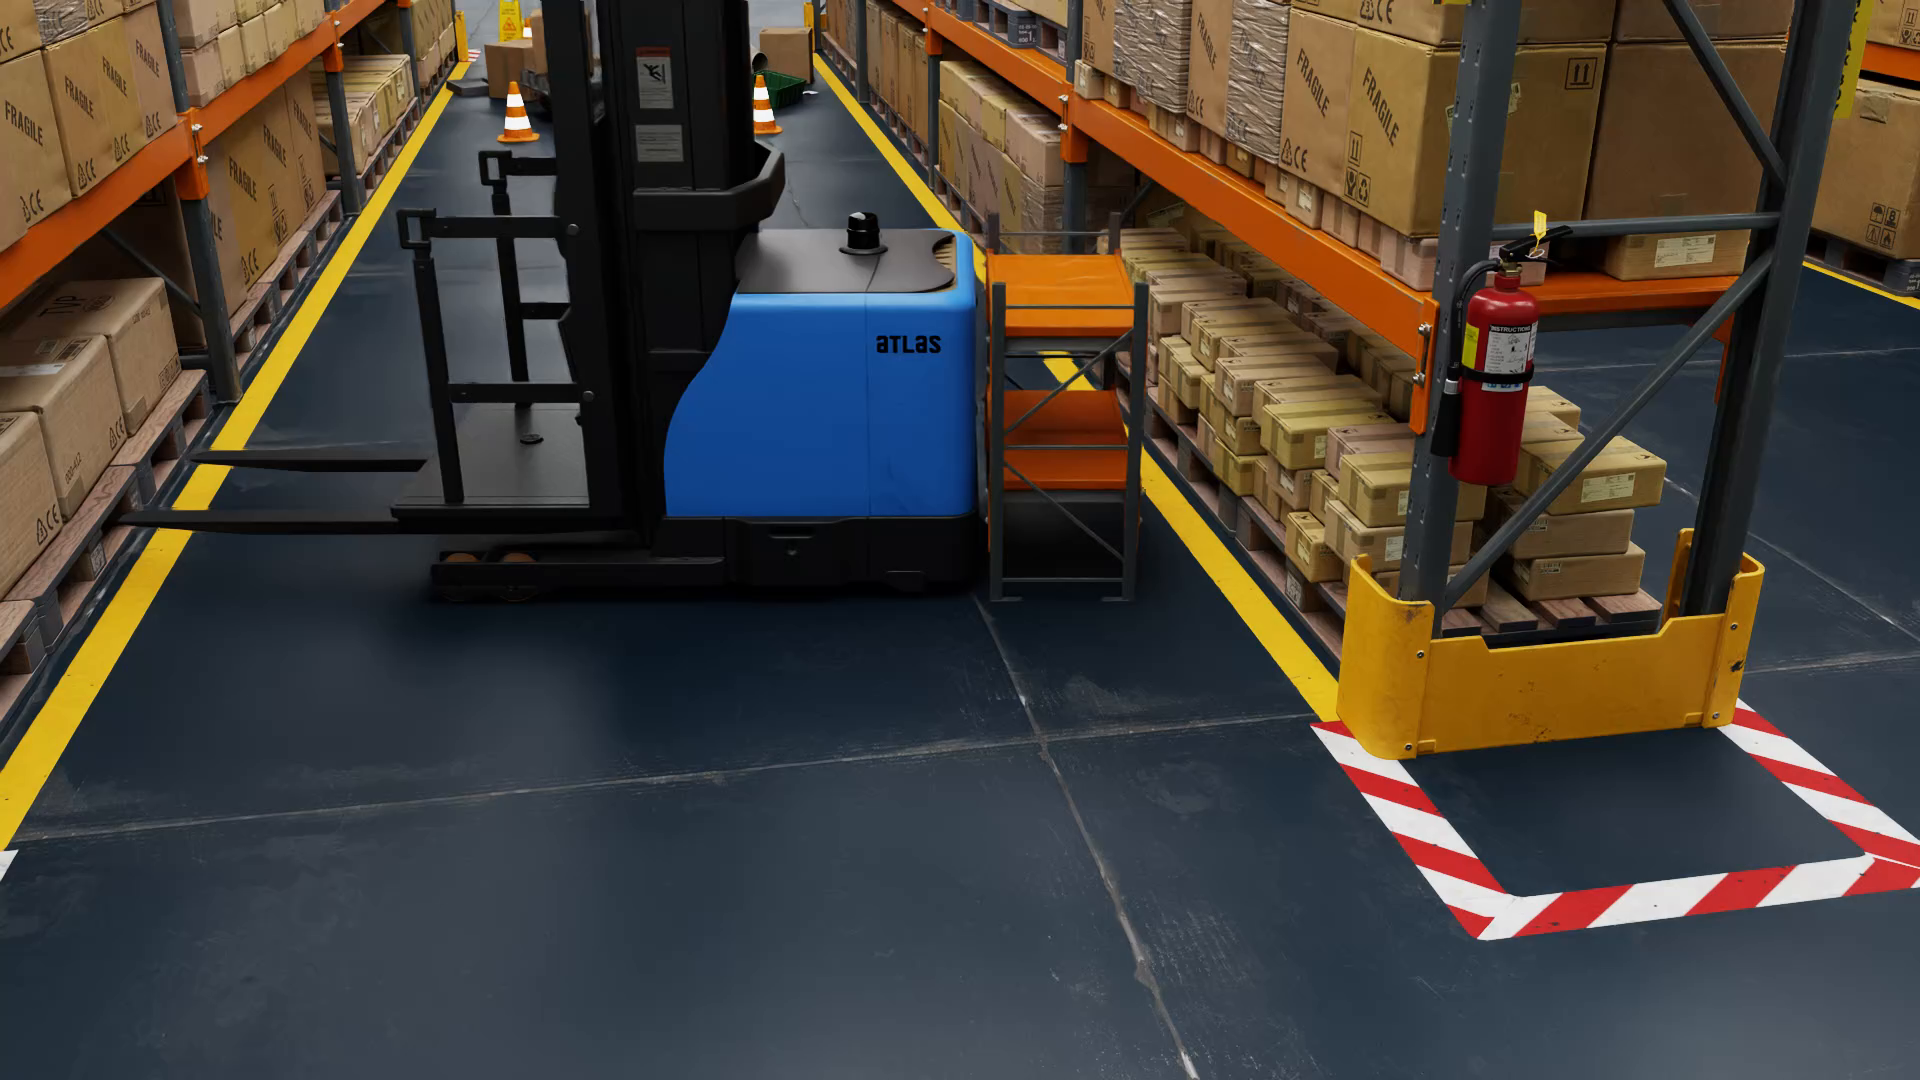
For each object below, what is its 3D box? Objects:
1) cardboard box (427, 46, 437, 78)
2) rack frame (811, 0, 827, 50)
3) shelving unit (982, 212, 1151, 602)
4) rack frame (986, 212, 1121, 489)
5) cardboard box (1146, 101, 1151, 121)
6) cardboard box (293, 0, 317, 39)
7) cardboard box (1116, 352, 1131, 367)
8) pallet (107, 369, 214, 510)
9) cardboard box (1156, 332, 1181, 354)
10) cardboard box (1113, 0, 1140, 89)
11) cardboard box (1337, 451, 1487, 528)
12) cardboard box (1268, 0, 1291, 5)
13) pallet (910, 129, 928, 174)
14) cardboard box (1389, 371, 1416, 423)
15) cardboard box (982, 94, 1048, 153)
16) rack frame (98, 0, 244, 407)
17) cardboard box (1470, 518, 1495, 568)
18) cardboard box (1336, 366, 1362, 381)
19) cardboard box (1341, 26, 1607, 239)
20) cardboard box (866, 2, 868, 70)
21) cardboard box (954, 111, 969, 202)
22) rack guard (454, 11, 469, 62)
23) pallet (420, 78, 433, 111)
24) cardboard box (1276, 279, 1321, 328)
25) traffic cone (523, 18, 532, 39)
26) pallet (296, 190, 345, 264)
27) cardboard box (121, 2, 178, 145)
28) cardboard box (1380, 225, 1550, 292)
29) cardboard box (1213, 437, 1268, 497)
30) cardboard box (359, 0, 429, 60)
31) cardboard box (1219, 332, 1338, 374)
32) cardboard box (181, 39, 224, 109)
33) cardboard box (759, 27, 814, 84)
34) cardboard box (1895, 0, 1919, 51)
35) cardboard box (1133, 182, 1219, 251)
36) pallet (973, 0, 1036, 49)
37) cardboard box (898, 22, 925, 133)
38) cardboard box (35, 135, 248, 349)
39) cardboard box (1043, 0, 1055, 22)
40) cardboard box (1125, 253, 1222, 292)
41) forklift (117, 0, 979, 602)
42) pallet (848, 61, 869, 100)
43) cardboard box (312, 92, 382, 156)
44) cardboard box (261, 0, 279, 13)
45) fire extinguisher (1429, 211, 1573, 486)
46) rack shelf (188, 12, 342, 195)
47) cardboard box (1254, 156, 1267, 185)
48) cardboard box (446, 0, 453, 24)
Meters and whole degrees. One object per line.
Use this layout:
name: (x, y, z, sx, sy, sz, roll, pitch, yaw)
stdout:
cardboard box: (-5.267, -4.524, 15.771, 0.500, 0.250, 0.500, -3, 24, -7)
rack frame: (-1.207, -7.109, 18.781, 1.000, 3.000, 0.127, -4, 24, -10)
shelving unit: (0.354, -0.509, 6.011, 0.538, 1.125, 1.048, 0, 24, 0)
rack frame: (0.355, -0.713, 6.477, 0.500, 1.125, 0.032, 0, 24, 0)
cardboard box: (1.009, -1.834, 7.016, 0.380, 0.149, 0.250, -5, 24, -12)
cardboard box: (-4.115, -3.108, 9.807, 0.500, 0.250, 0.500, -4, 24, -9)
cardboard box: (0.910, -0.910, 7.623, 0.380, 0.149, 0.250, -4, 24, -10)
pallet: (-3.770, -0.401, 6.903, 1.003, 0.211, 1.213, -4, 24, -10)
cardboard box: (1.055, -0.843, 7.098, 0.380, 0.149, 0.250, -3, 24, -7)
cardboard box: (0.954, -2.164, 6.961, 0.500, 0.500, 0.500, -4, 24, -10)
cardboard box: (1.404, -0.164, 5.172, 0.380, 0.149, 0.250, -4, 24, -9)
cardboard box: (1.224, -2.021, 5.384, 0.500, 0.500, 0.500, -3, 24, -7)
pallet: (0.200, -3.001, 12.857, 1.003, 0.211, 1.213, -4, 24, -10)
cardboard box: (1.771, -0.505, 5.954, 0.380, 0.149, 0.250, -5, 24, -12)
cardboard box: (0.432, -2.464, 9.806, 0.500, 0.250, 0.500, -5, 24, -12)
rack frame: (-3.834, -1.983, 7.043, 1.000, 3.000, 0.127, -4, 24, -10)
cardboard box: (1.840, -0.029, 5.605, 0.380, 0.149, 0.250, -4, 24, -10)
cardboard box: (1.605, -0.575, 6.484, 0.380, 0.149, 0.250, -3, 24, -7)
cardboard box: (1.415, -1.156, 4.652, 0.500, 0.500, 0.500, -4, 24, -9)
cardboard box: (-0.515, -5.007, 16.098, 0.875, 0.875, 0.875, -4, 24, -9)
cardboard box: (0.249, -2.515, 10.859, 0.500, 0.500, 0.500, -4, 24, -9)
rack guard: (-6.039, -5.528, 18.283, 1.175, 0.500, 0.348, -4, 24, -10)
pallet: (-5.472, -4.114, 15.405, 1.003, 0.211, 1.213, -4, 24, -10)
cardboard box: (1.585, -1.025, 7.143, 0.380, 0.149, 0.250, -5, 24, -12)
traffic cone: (-4.706, -5.467, 18.190, 0.336, 0.463, 0.334, -4, 24, -10)
pallet: (-4.502, -1.963, 10.481, 1.003, 0.211, 1.213, -4, 24, -10)
cardboard box: (-3.497, -1.866, 6.649, 0.500, 0.500, 0.500, -4, 24, -9)
cardboard box: (1.413, -0.808, 4.667, 0.380, 0.149, 0.250, -4, 24, -10)
cardboard box: (1.171, -0.289, 6.202, 0.380, 0.149, 0.250, -5, 24, -12)
cardboard box: (-5.157, -4.658, 15.142, 0.500, 0.500, 0.500, -3, 24, -7)
cardboard box: (1.212, -0.680, 6.352, 0.380, 0.149, 0.250, -5, 24, -12)
cardboard box: (-3.656, -2.107, 7.514, 0.500, 0.250, 0.500, -5, 24, -11)
cardboard box: (-1.763, -4.926, 16.902, 0.500, 0.500, 0.500, 0, 24, -1)
cardboard box: (5.550, -2.926, 9.078, 0.500, 0.500, 0.500, -4, 24, -10)
cardboard box: (1.136, -1.747, 9.100, 0.500, 0.500, 0.500, -3, 24, -8)
pallet: (0.678, -3.099, 9.838, 1.003, 0.211, 1.213, -4, 24, -10)
cardboard box: (0.083, -3.714, 13.292, 1.050, 0.750, 0.750, -4, 24, -9)
cardboard box: (-4.027, -1.440, 7.929, 0.875, 0.875, 0.875, -4, 24, -8)
cardboard box: (0.651, -2.809, 8.722, 0.380, 0.149, 0.250, -4, 24, -10)
cardboard box: (0.960, -1.189, 7.518, 0.380, 0.149, 0.250, -5, 24, -10)
forklift: (-1.452, -1.341, 5.657, 3.031, 2.935, 1.130, 0, 24, 0)
pallet: (-0.531, -4.563, 16.434, 1.003, 0.211, 1.213, -4, 24, -10)
cardboard box: (-4.813, -3.058, 12.261, 0.950, 0.372, 0.625, -5, 24, -11)
cardboard box: (-3.925, -2.940, 8.796, 0.500, 0.250, 0.500, -5, 24, -11)
fire extinguisher: (1.344, -0.477, 4.156, 0.296, 0.674, 0.183, -4, 24, -10)
rack shelf: (-4.204, -2.440, 8.989, 1.077, 0.370, 4.000, -4, 24, -10)
cardboard box: (1.262, -1.321, 5.842, 0.380, 0.149, 0.250, -5, 24, -12)
cardboard box: (-5.649, -5.684, 17.490, 0.500, 0.500, 0.500, -4, 24, -9)
